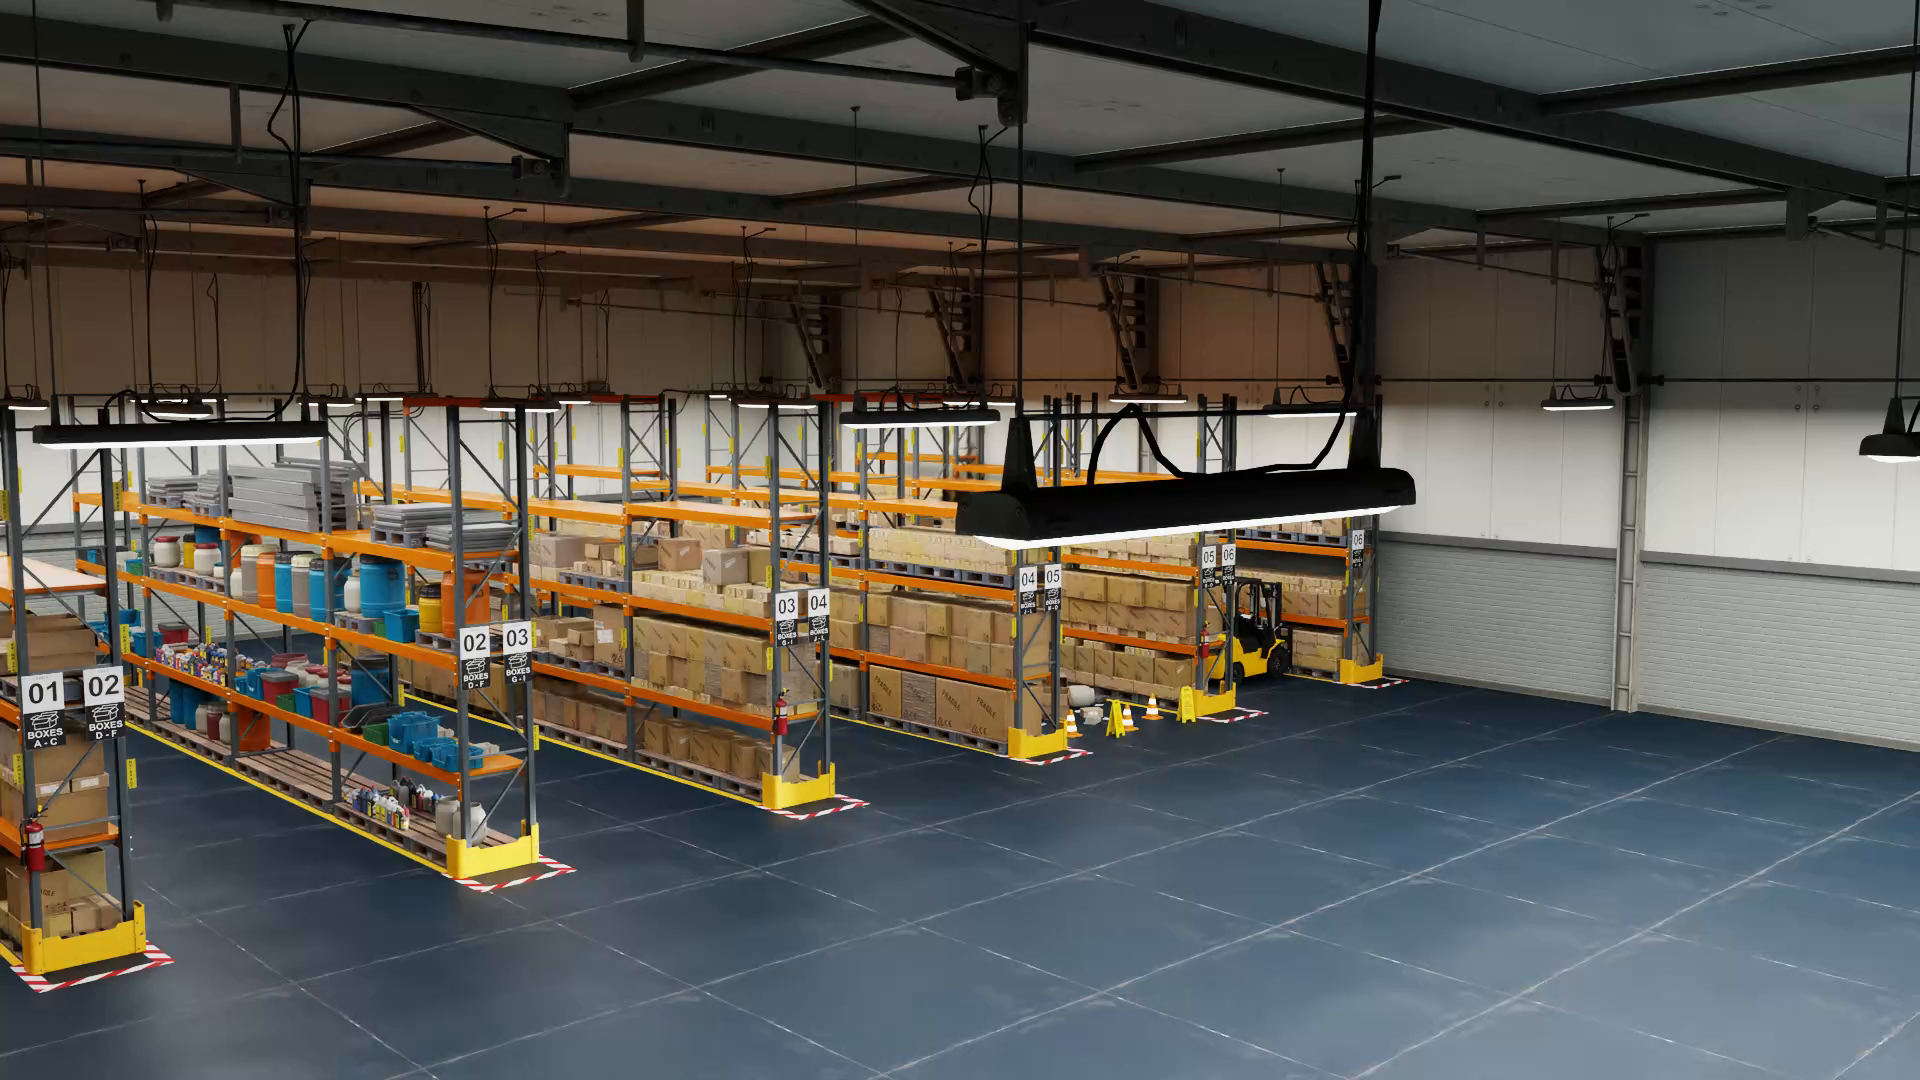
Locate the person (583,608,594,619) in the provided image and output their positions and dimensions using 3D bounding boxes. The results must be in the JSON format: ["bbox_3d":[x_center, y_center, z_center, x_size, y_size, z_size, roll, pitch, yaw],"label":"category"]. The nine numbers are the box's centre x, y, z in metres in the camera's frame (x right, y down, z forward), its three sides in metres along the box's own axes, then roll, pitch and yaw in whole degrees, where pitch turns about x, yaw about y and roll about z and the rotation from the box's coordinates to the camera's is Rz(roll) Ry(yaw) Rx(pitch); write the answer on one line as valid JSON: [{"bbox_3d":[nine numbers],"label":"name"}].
[{"bbox_3d":[-9.037,1.561,40.975,0.843,1.704,0.570,0,6,2],"label":"person"}]
